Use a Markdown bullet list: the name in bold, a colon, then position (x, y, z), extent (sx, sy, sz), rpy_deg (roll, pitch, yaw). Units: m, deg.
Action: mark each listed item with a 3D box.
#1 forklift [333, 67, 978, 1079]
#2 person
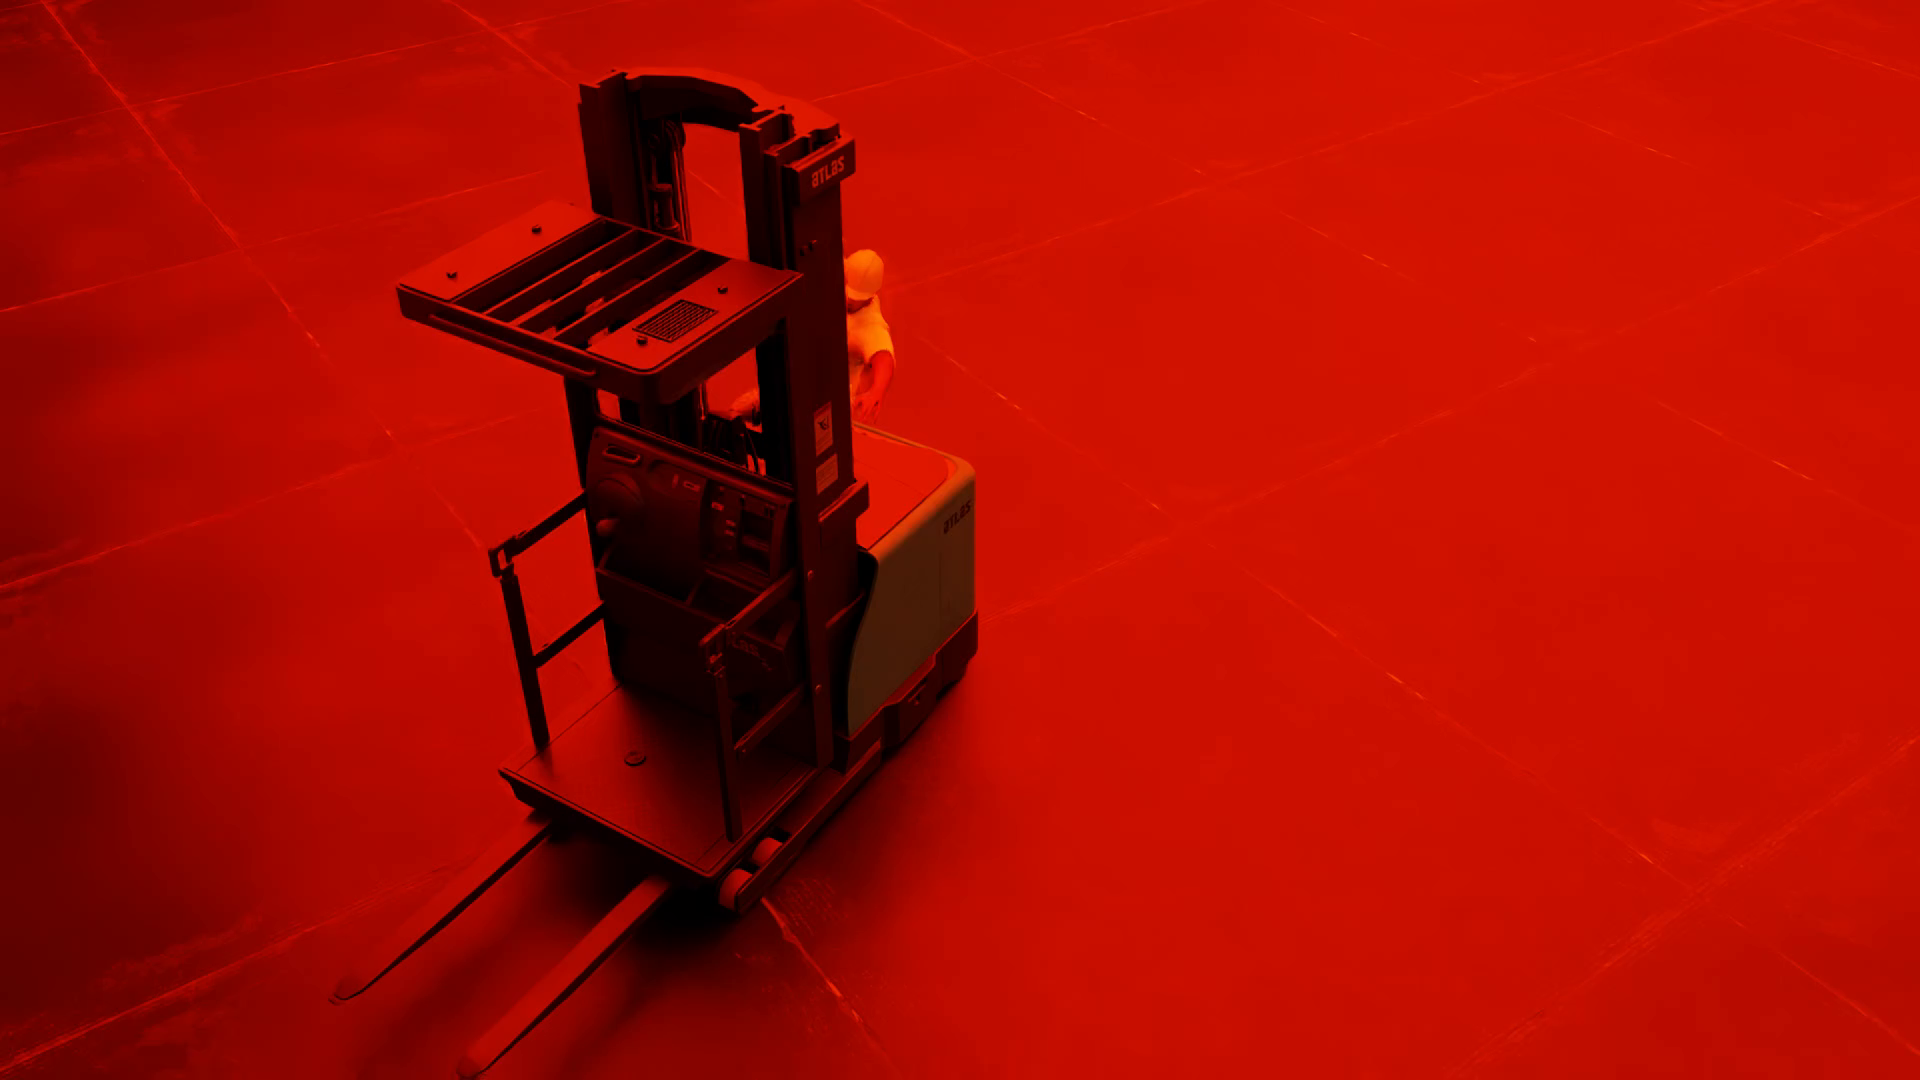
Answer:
- **forklift**: position (-1.128, -0.055, 6.019), extent (1.130, 2.935, 3.031), rpy_deg (21, 41, 25)
- **person**: position (-0.742, -0.641, 8.034), extent (0.898, 1.531, 1.103), rpy_deg (3, 37, 4)
